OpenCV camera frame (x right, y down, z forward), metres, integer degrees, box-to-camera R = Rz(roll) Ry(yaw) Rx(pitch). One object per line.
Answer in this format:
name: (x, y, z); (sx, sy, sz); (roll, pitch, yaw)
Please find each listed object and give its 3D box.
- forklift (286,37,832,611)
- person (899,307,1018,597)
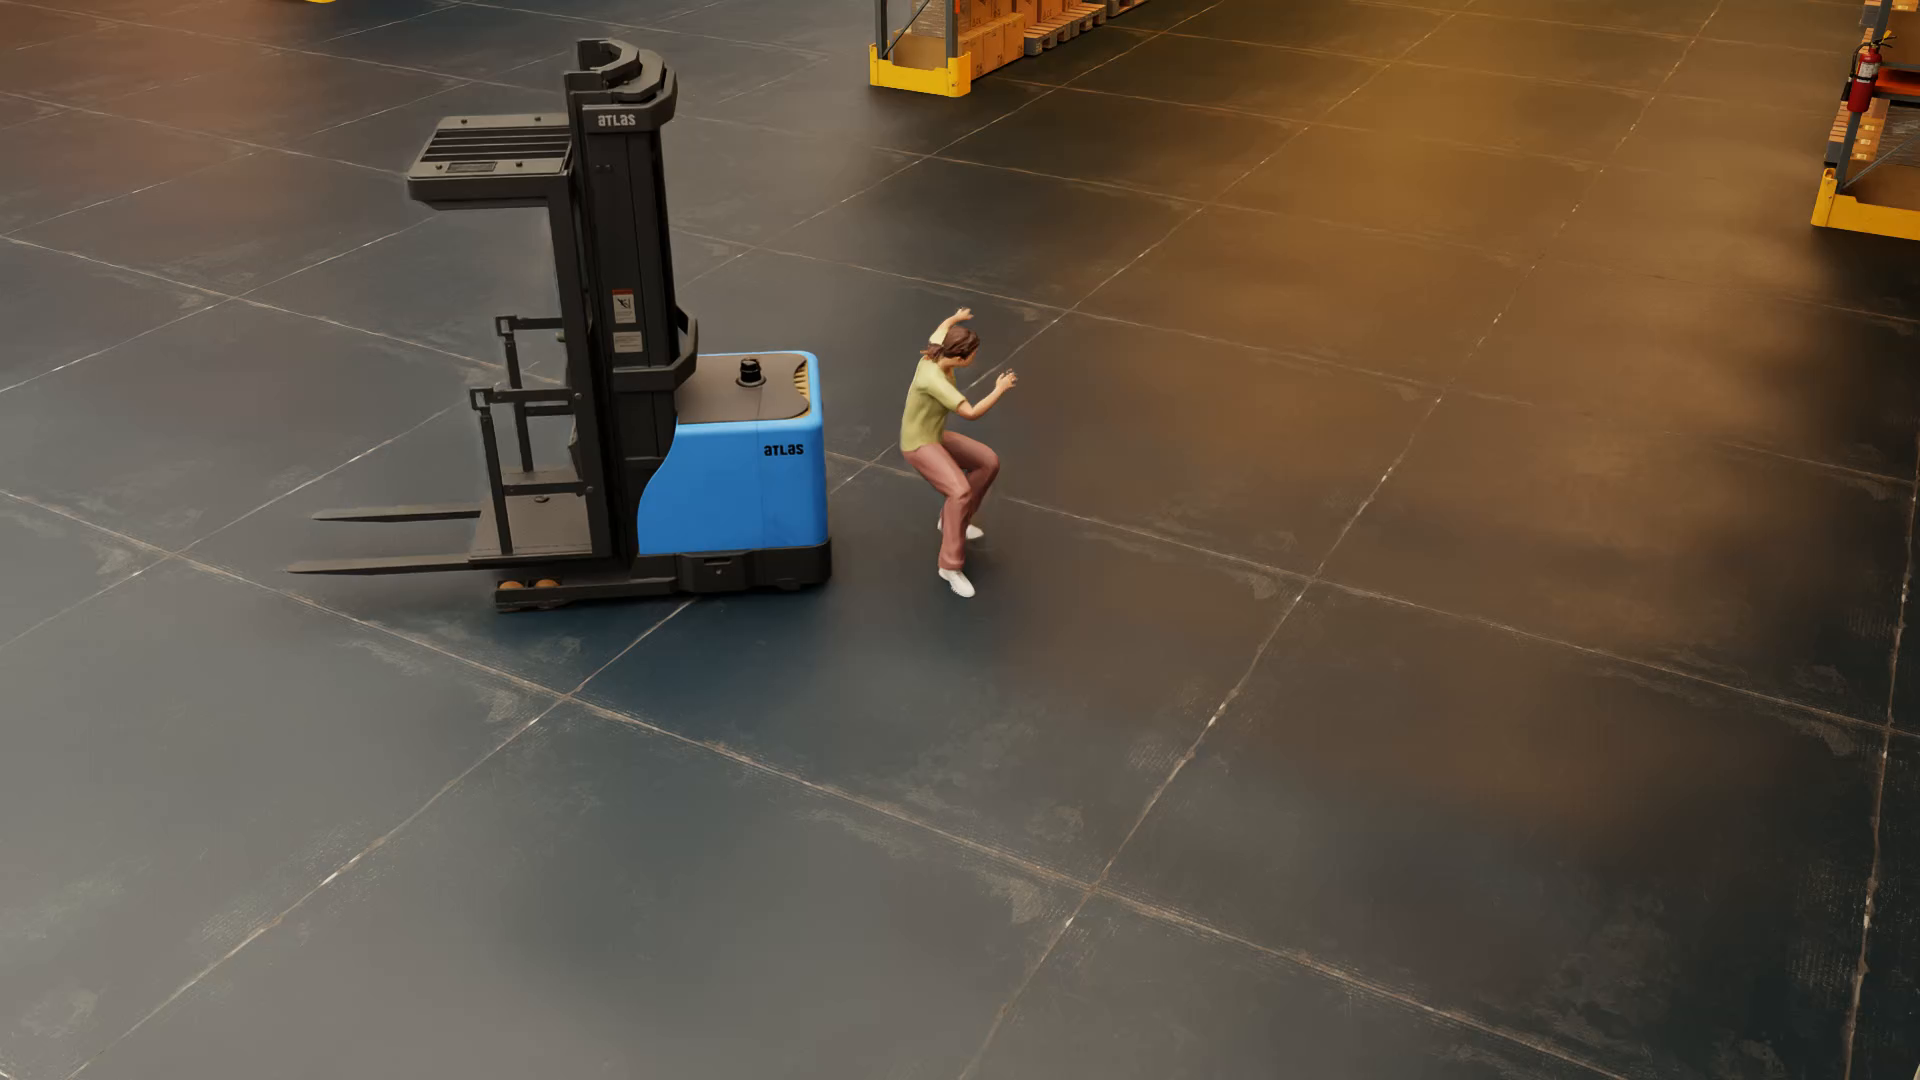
forklift: (-2.284, -1.149, 9.061); (3.031, 2.935, 1.130); (-3, 30, -5)
person: (-0.001, -0.635, 9.747); (0.681, 1.383, 1.454); (4, 30, 7)
